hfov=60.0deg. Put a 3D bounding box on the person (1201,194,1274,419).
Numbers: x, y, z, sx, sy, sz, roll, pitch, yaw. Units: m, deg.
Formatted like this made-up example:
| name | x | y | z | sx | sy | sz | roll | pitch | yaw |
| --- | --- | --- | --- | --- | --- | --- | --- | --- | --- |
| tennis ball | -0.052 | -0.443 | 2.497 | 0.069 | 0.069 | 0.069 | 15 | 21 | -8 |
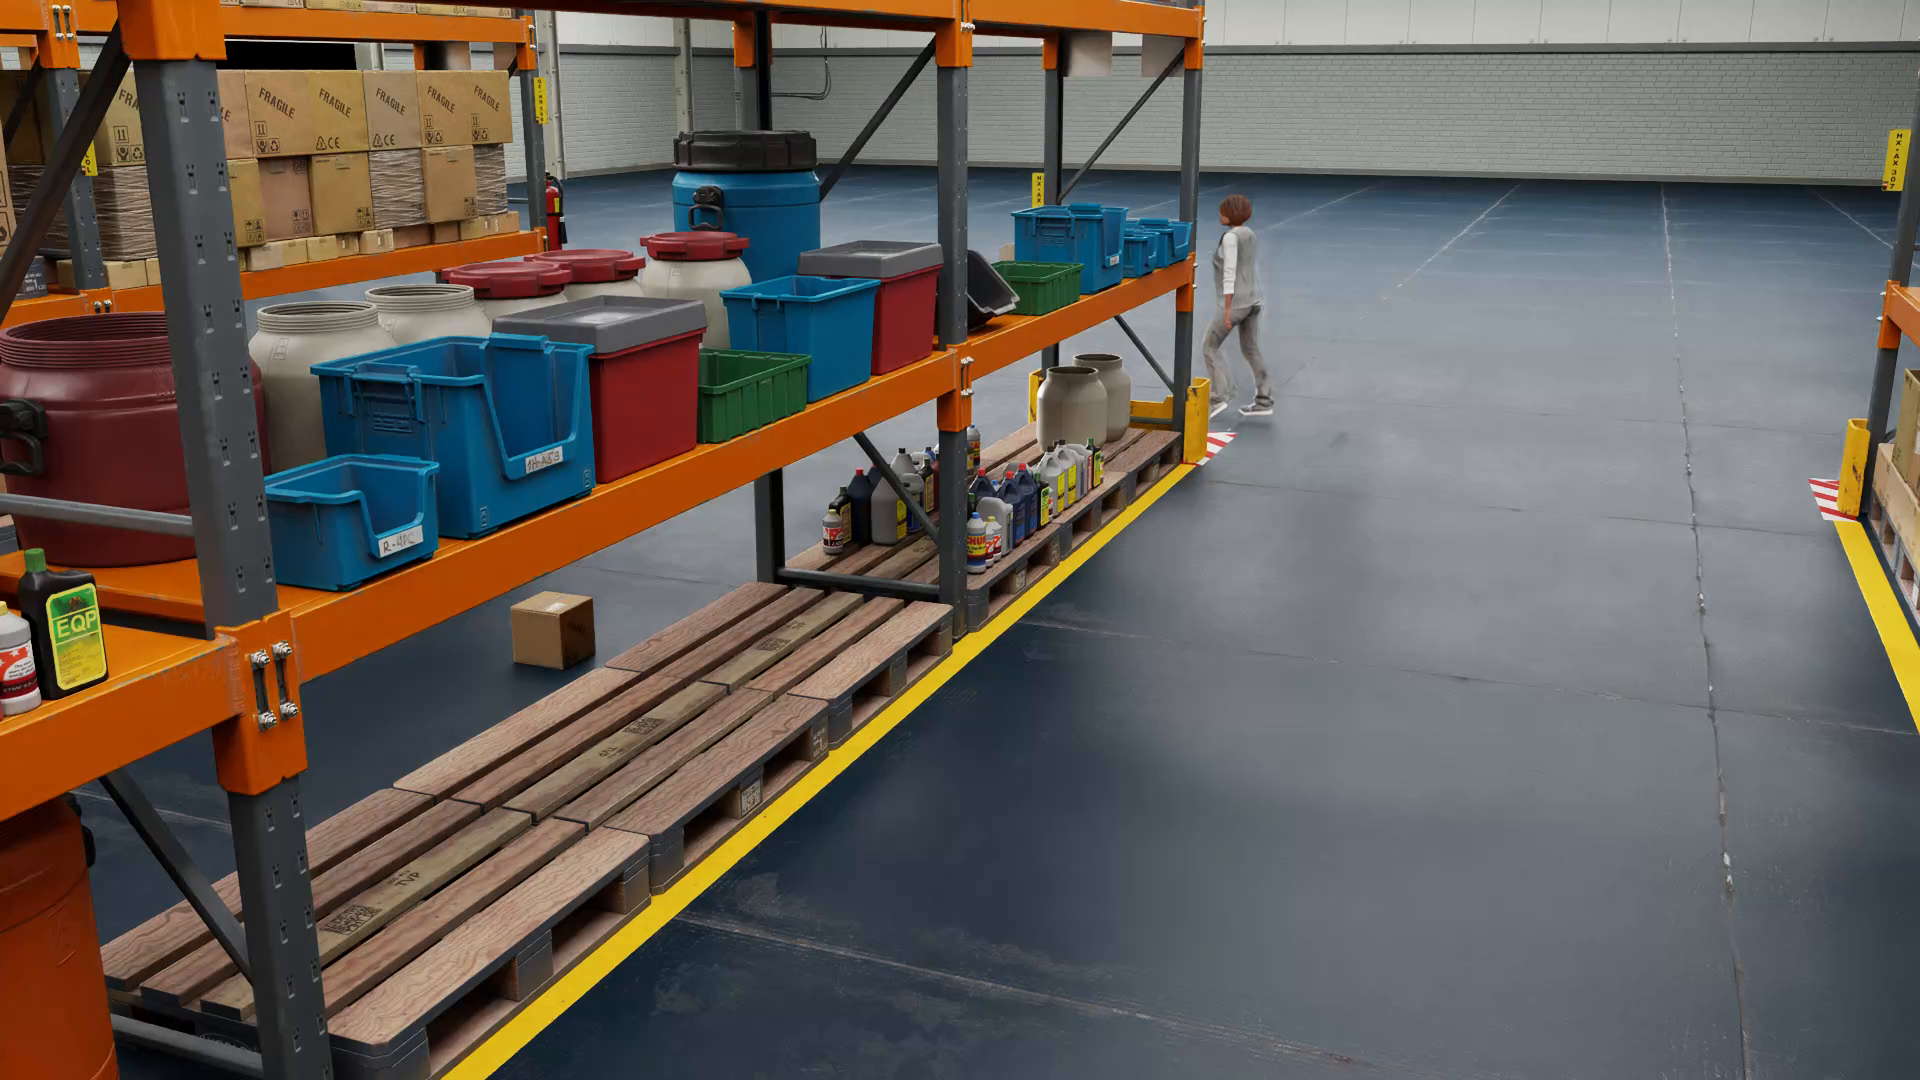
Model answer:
| name | x | y | z | sx | sy | sz | roll | pitch | yaw |
| --- | --- | --- | --- | --- | --- | --- | --- | --- | --- |
| person | 1.984 | -1.626 | 11.868 | 0.580 | 1.650 | 0.517 | 11 | 19 | 33 |
